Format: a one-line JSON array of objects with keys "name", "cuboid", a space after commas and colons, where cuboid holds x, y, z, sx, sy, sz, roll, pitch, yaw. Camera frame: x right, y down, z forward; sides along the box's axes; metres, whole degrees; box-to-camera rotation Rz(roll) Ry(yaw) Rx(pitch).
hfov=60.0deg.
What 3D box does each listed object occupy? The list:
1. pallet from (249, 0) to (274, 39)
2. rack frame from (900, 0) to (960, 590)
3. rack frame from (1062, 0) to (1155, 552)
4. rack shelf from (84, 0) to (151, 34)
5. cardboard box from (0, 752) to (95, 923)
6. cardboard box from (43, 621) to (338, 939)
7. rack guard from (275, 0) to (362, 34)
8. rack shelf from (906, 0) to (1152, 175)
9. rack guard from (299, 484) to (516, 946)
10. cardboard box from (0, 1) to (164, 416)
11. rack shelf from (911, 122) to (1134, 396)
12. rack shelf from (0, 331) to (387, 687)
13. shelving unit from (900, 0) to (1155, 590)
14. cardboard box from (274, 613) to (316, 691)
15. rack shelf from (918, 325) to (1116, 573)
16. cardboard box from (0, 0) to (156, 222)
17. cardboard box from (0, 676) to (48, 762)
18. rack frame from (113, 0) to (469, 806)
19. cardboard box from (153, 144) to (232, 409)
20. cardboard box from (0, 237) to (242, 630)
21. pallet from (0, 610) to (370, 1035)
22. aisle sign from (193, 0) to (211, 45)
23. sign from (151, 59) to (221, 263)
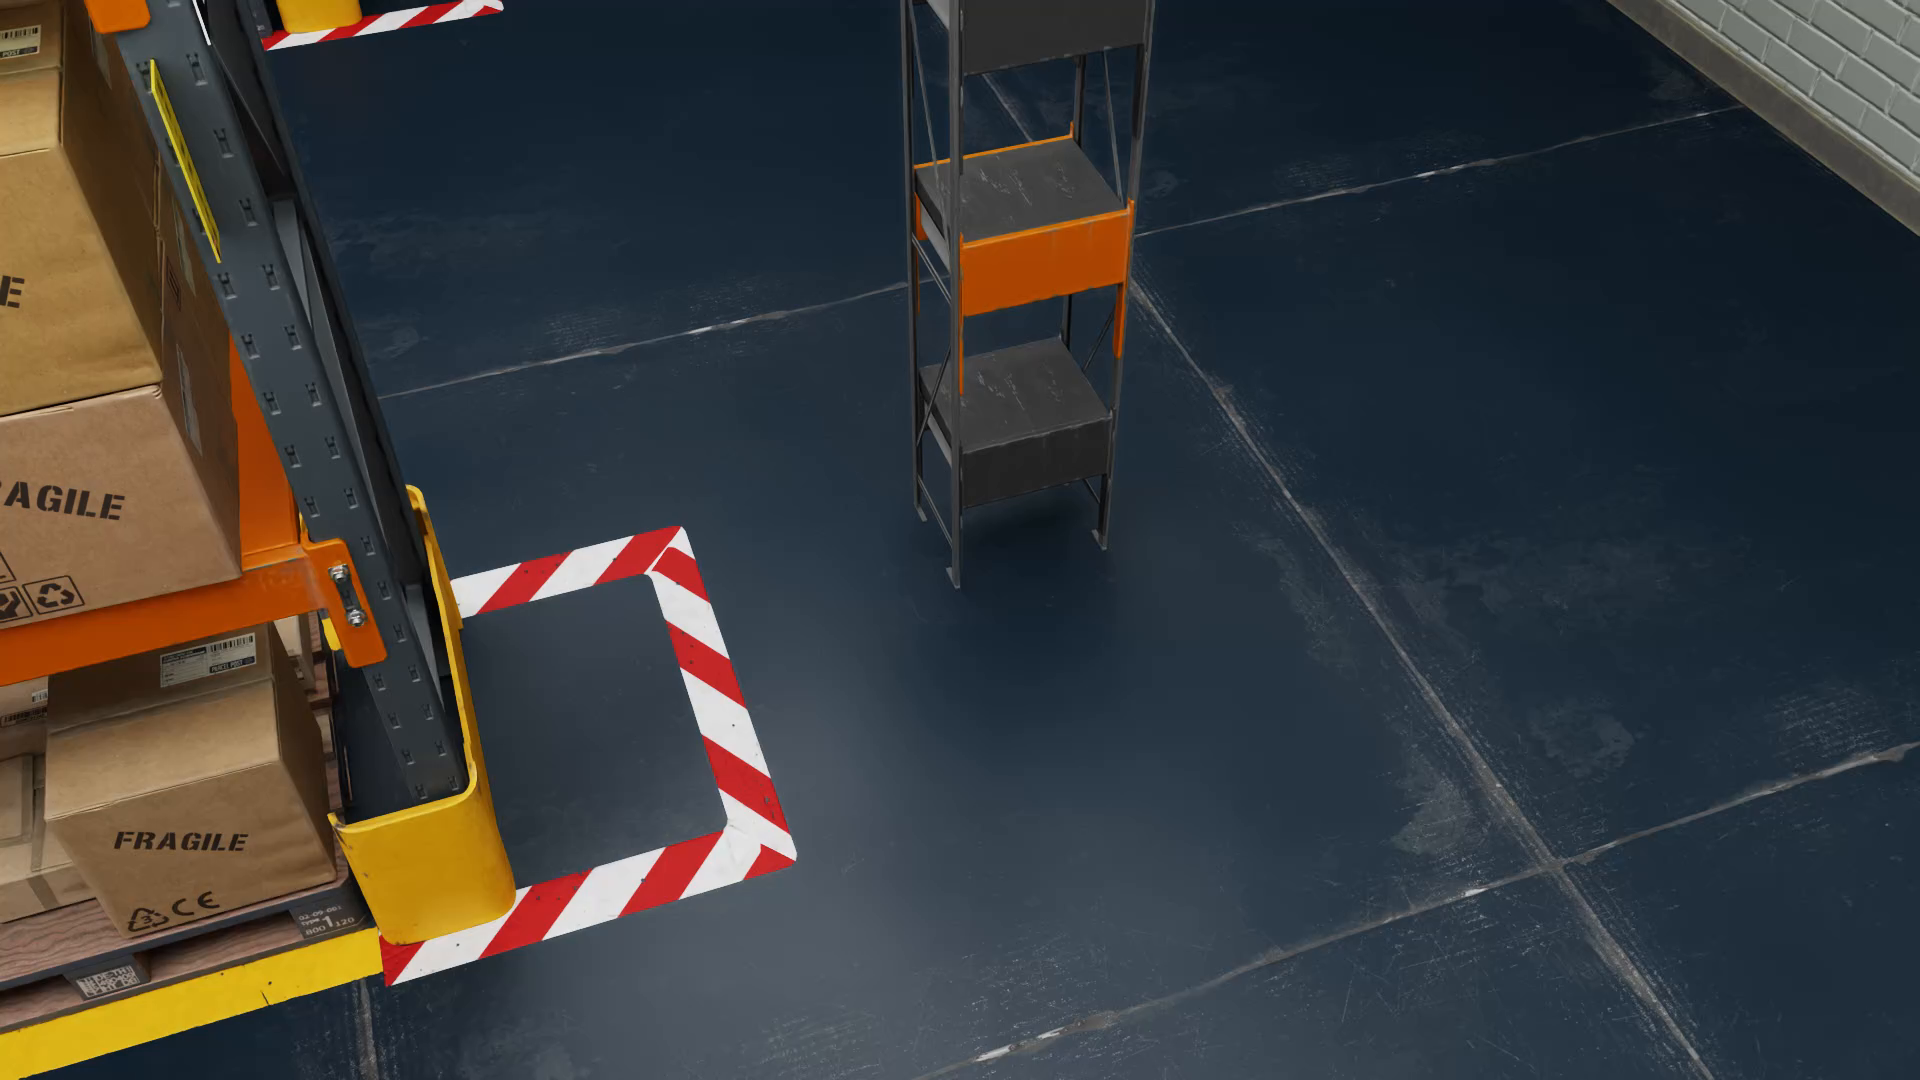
[{"name": "pallet", "cuboid": [-3.835, -2.534, 7.627, 1.213, 0.211, 1.003, -14, 47, -14]}, {"name": "rack frame", "cuboid": [-0.074, -0.722, 4.487, 0.015, 2.100, 0.400, -14, 47, -14]}, {"name": "rack frame", "cuboid": [0.385, -0.840, 4.604, 0.015, 2.100, 0.400, -14, 47, -14]}, {"name": "rack shelf", "cuboid": [-3.305, -0.788, 2.307, 4.000, 0.370, 1.077, -14, 47, -14]}, {"name": "cardboard box", "cuboid": [-2.263, 0.714, 4.111, 0.250, 0.166, 0.380, -14, 47, -14]}, {"name": "cardboard box", "cuboid": [-1.852, 0.558, 4.030, 0.500, 0.500, 0.500, -14, 47, -14]}, {"name": "rack guard", "cuboid": [-3.087, -2.886, 7.774, 0.348, 0.500, 1.175, -14, 47, -14]}, {"name": "rack shelf", "cuboid": [0.156, -1.266, 4.060, 0.480, 0.518, 0.431, -14, 47, -14]}, {"name": "rack guard", "cuboid": [-1.496, 0.437, 4.461, 0.348, 0.500, 1.175, -14, 47, -14]}, {"name": "cardboard box", "cuboid": [-1.749, -0.562, 2.916, 0.500, 0.500, 0.500, -15, 47, -14]}, {"name": "rack shelf", "cuboid": [0.156, -0.771, 4.556, 0.480, 0.518, 0.431, -14, 47, -14]}, {"name": "rack shelf", "cuboid": [-3.305, 0.271, 3.370, 4.000, 0.370, 1.077, -14, 47, -14]}, {"name": "shelving unit", "cuboid": [0.156, -0.781, 4.546, 0.503, 2.100, 0.431, -14, 47, -14]}, {"name": "cardboard box", "cuboid": [-1.935, 0.259, 4.576, 0.250, 0.149, 0.380, -14, 47, -14]}, {"name": "rack shelf", "cuboid": [0.156, -0.277, 5.051, 0.480, 0.518, 0.431, -14, 47, -14]}, {"name": "cardboard box", "cuboid": [-1.931, -0.921, 3.273, 0.500, 0.500, 0.500, -13, 47, -13]}, {"name": "cardboard box", "cuboid": [-2.502, 0.414, 4.351, 0.500, 0.250, 0.500, -14, 47, -14]}, {"name": "rack frame", "cuboid": [-1.424, -0.464, 3.594, 0.127, 3.000, 1.000, -14, 47, -14]}, {"name": "cardboard box", "cuboid": [-1.931, -0.568, 3.628, 0.500, 0.500, 0.500, -13, 47, -13]}, {"name": "cardboard box", "cuboid": [-1.753, -0.210, 3.271, 0.500, 0.500, 0.500, -13, 47, -13]}, {"name": "pallet", "cuboid": [-2.245, 0.731, 4.372, 1.213, 0.211, 1.003, -14, 47, -14]}, {"name": "aisle sign", "cuboid": [-1.256, -1.194, 2.487, 0.004, 0.787, 0.394, -14, 47, -14]}, {"name": "sign", "cuboid": [-1.255, -0.609, 2.699, 0.005, 0.325, 0.100, -14, 47, -14]}]
